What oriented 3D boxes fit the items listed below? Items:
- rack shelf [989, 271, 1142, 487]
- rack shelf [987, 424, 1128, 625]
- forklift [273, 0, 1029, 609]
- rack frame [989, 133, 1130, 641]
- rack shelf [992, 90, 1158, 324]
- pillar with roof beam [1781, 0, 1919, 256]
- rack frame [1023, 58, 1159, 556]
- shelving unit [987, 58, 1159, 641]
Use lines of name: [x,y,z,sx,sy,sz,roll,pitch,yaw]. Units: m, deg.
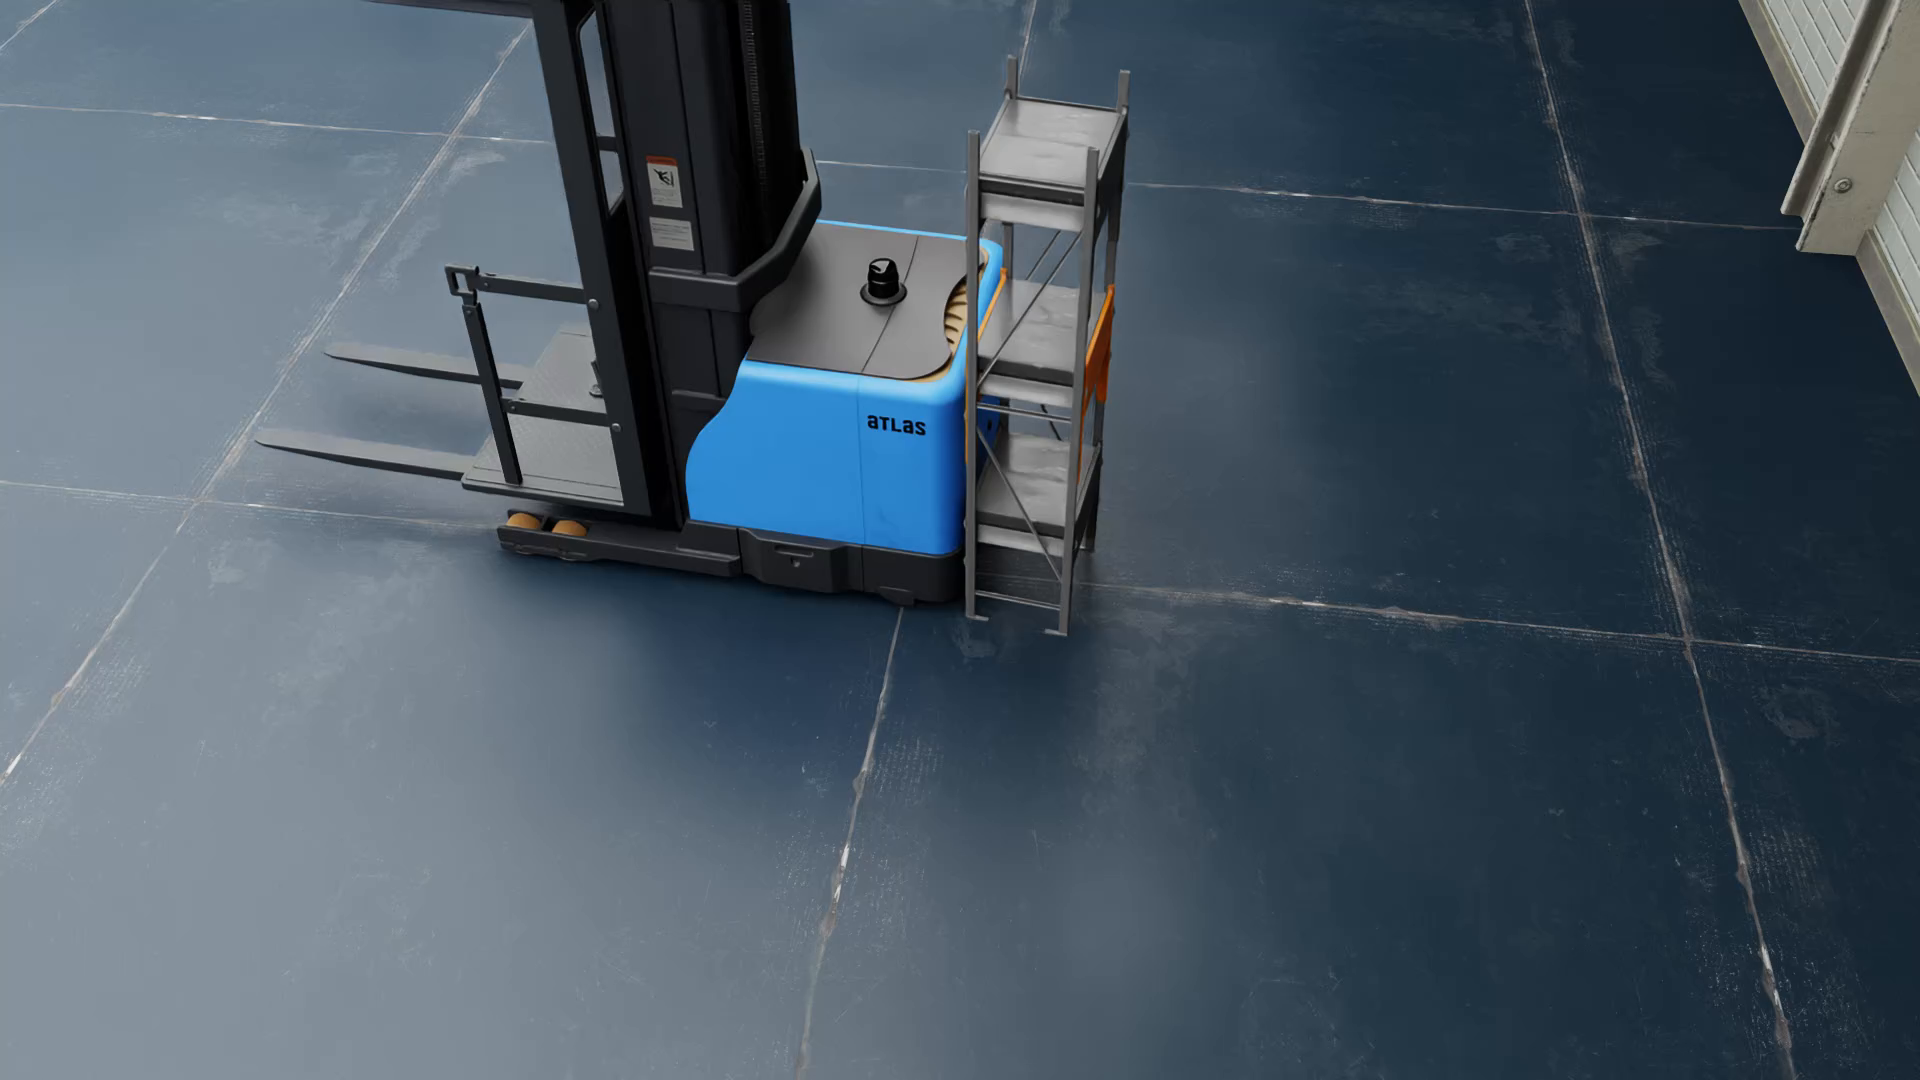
rack shelf: [0.371,-0.568,5.843,0.431,0.518,0.480,10,44,11]
rack shelf: [0.371,-0.060,6.324,0.431,0.518,0.480,10,44,11]
forklift: [-1.282,-1.313,6.005,3.031,2.935,1.130,8,44,9]
rack frame: [0.308,-0.416,5.662,0.400,2.100,0.015,10,44,11]
rack shelf: [0.371,-1.077,5.362,0.431,0.518,0.480,10,44,11]
pillar with roof beam: [0.078,-5.215,5.713,9.100,9.000,0.400,5,44,6]
rack frame: [0.435,-0.740,6.005,0.400,2.100,0.015,10,44,11]
shelving unit: [0.371,-0.578,5.834,0.431,2.100,0.503,10,44,11]
